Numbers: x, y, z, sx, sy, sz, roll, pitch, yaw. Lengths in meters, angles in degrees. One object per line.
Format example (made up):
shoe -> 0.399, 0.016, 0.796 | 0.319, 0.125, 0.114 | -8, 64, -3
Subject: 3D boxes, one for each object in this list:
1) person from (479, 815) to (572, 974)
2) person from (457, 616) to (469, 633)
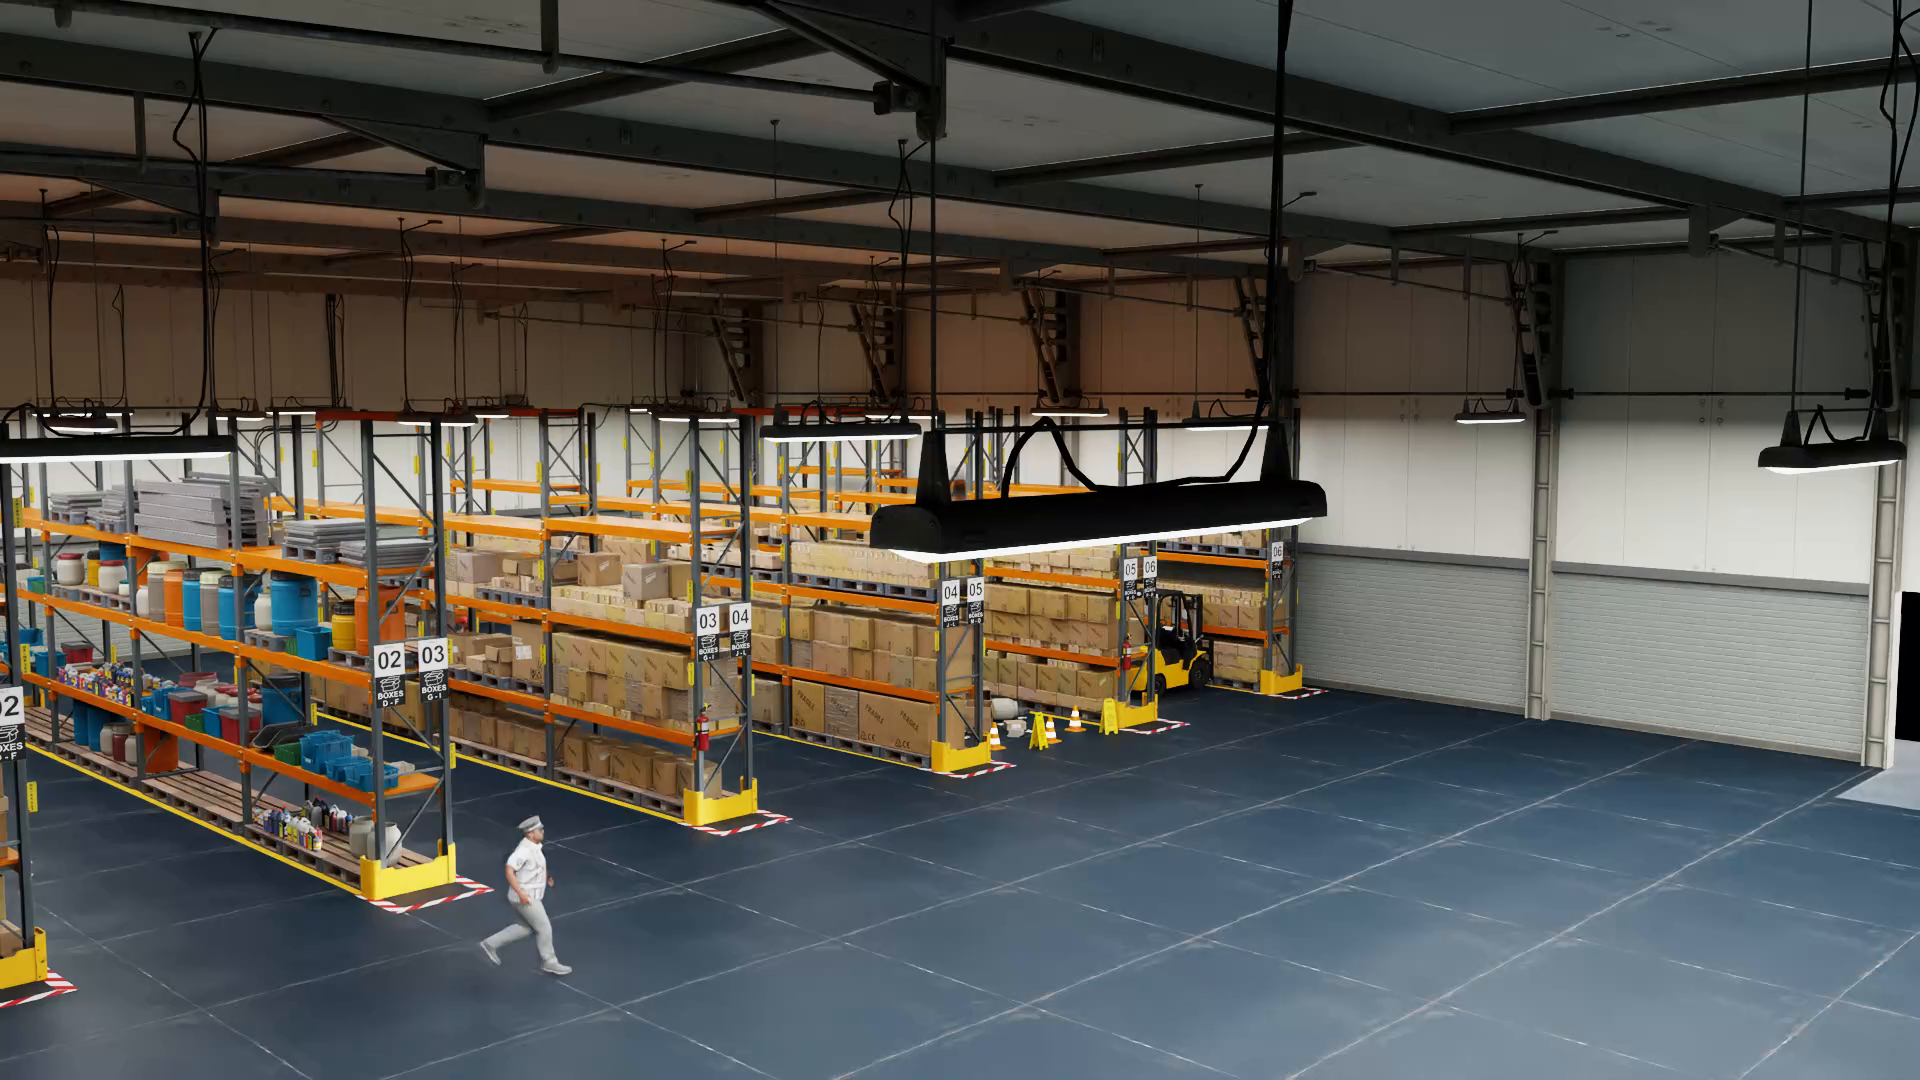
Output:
person -> -4.728, 3.864, 18.031 | 0.978, 1.778, 0.686 | -1, 5, -9
person -> -9.968, 2.446, 33.601 | 0.850, 1.828, 0.642 | 4, 6, 37
